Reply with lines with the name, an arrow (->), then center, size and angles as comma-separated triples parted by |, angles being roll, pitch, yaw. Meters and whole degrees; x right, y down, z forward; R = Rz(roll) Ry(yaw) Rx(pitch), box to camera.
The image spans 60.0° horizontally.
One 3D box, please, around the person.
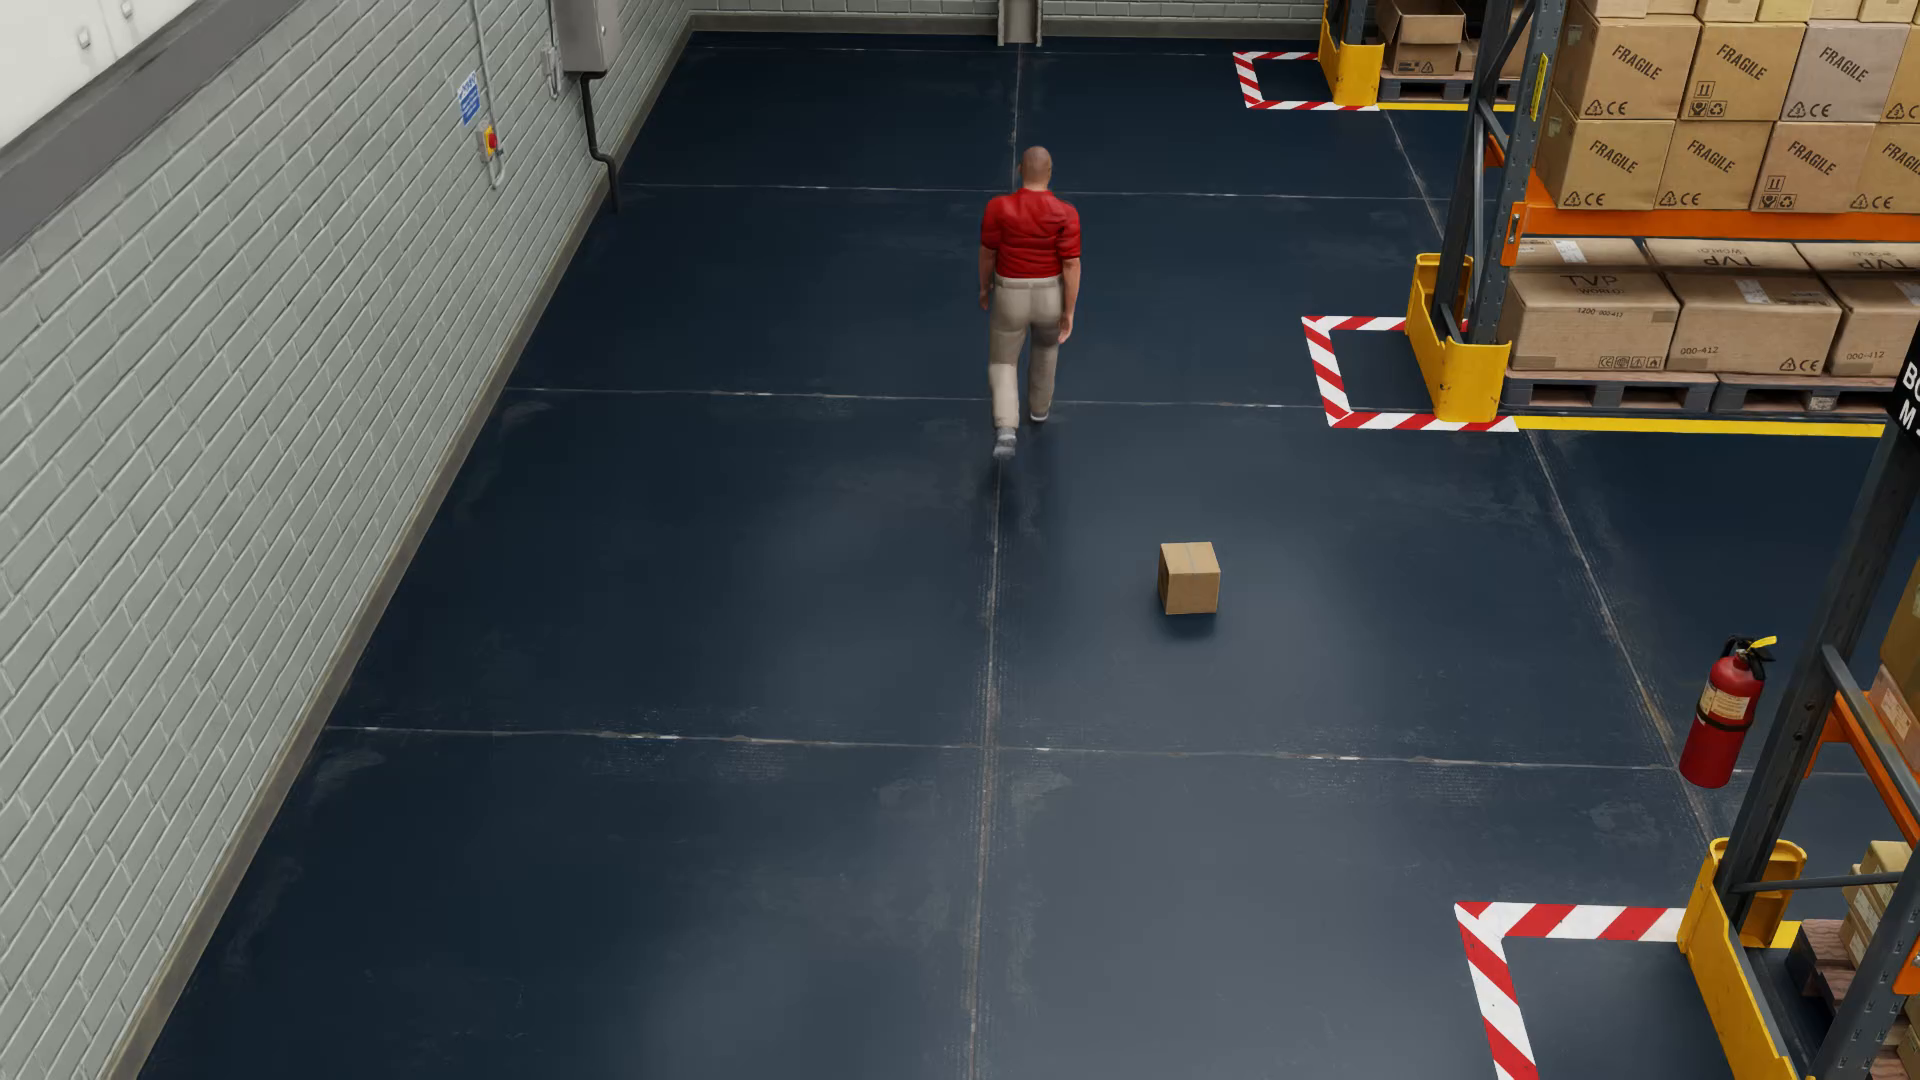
person -> 0.366, -1.274, 8.903 | 0.539, 1.682, 0.941 | 0, 35, 0
